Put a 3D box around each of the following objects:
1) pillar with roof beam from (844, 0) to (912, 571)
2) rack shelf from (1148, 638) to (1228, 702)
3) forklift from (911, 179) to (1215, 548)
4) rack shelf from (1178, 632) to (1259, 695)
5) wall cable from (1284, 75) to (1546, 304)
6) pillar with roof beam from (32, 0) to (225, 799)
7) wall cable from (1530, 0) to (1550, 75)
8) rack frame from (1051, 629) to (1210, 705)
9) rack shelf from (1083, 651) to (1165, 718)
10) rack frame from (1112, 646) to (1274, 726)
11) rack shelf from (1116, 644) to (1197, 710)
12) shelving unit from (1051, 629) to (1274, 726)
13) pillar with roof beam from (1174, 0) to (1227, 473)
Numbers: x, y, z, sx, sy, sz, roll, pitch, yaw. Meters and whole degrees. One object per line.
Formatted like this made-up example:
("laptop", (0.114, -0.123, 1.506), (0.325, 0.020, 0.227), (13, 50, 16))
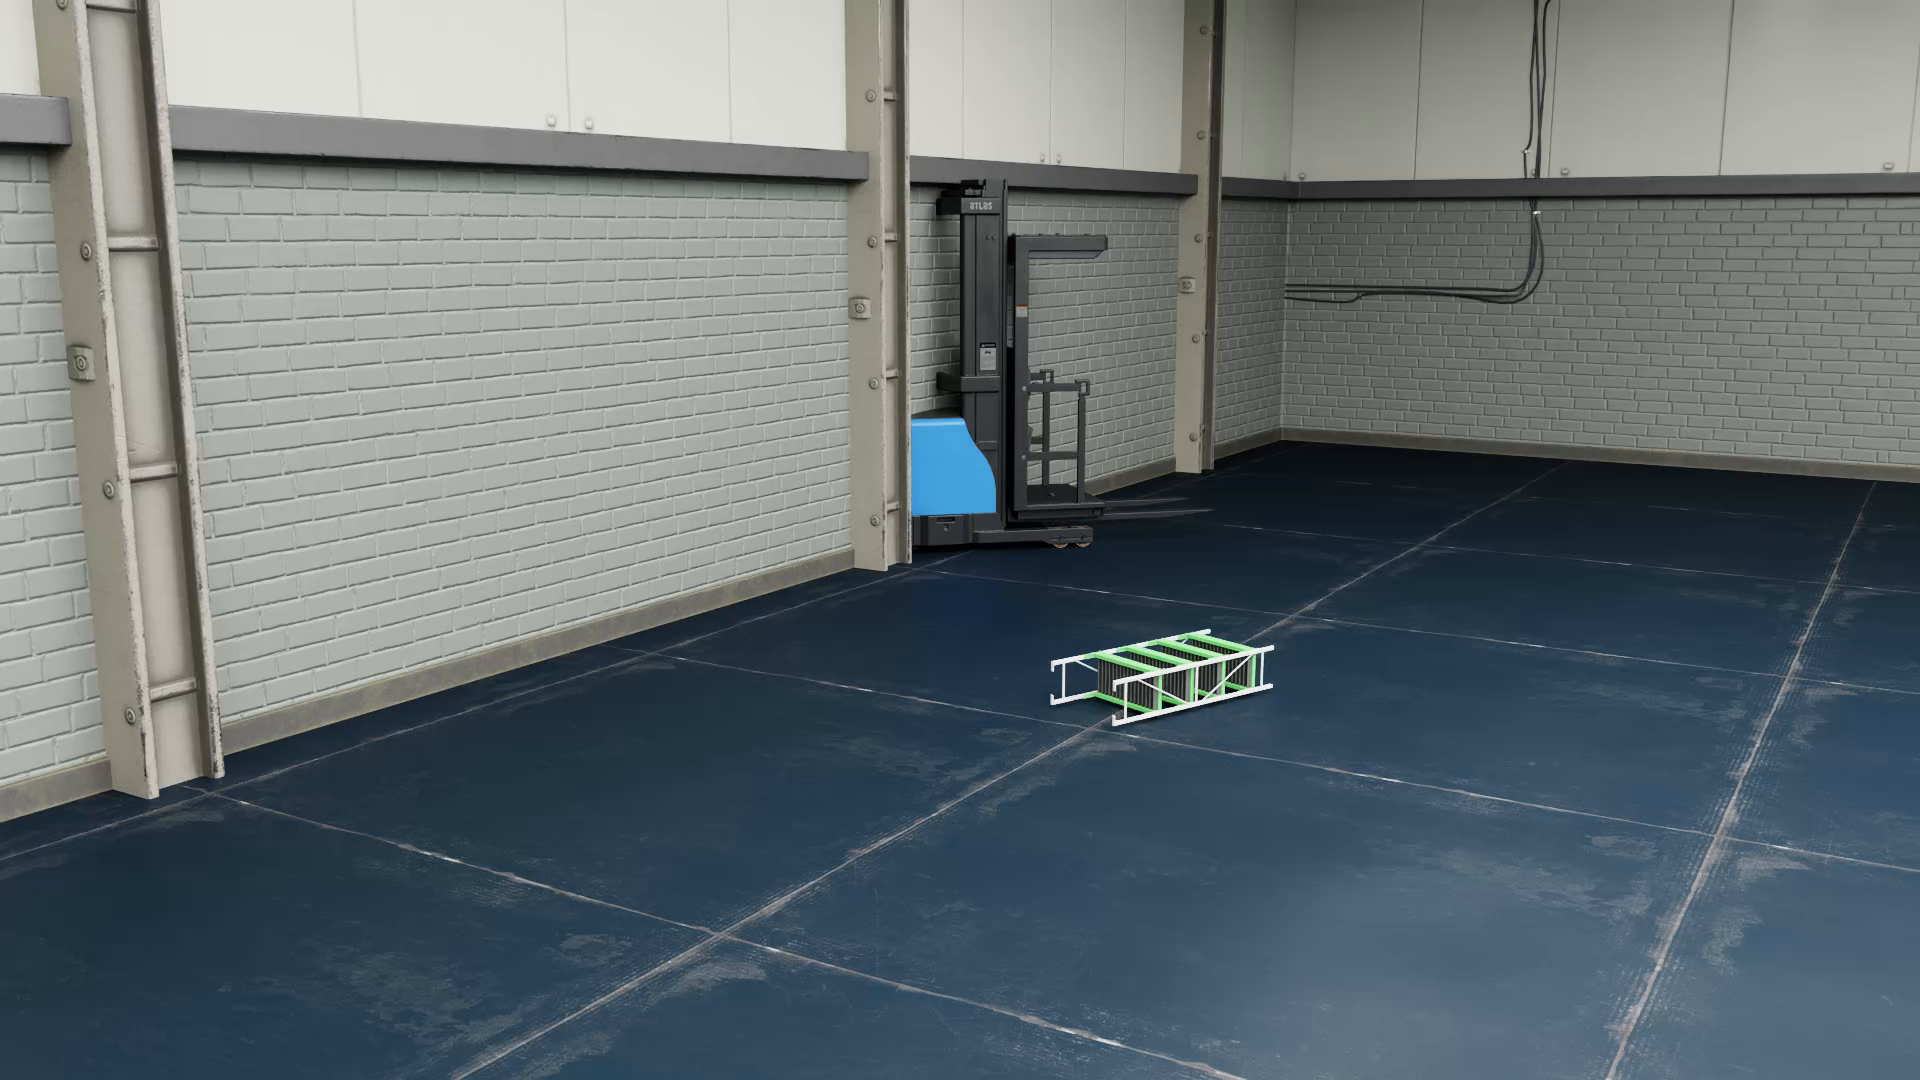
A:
("pillar with roof beam", (3.074, -3.821, 9.825), (9.100, 9.000, 0.400), (6, 12, 31))
("rack shelf", (1.259, 0.720, 9.224), (0.148, 0.258, 0.480), (-8, 13, -37))
("forklift", (0.606, -1.468, 13.745), (3.031, 2.935, 1.130), (-3, 11, -14))
("rack shelf", (1.449, 0.693, 9.368), (0.148, 0.258, 0.480), (-8, 13, -37))
("wall cable", (5.170, -3.987, 19.148), (3.097, 2.526, 0.112), (6, 12, 31))
("pillar with roof beam", (-0.041, -2.878, 4.784), (9.100, 9.000, 0.400), (6, 12, 31))
("wall cable", (7.482, -6.211, 17.303), (3.097, 2.526, 0.112), (6, 12, 31))
("rack frame", (0.970, 0.704, 9.309), (1.200, 0.240, 0.015), (-8, 13, -37))
("rack shelf", (0.878, 0.774, 8.937), (0.148, 0.258, 0.480), (-8, 13, -37))
("rack frame", (1.267, 0.775, 8.928), (1.200, 0.240, 0.015), (-8, 13, -37))
("rack shelf", (1.068, 0.747, 9.080), (0.148, 0.258, 0.480), (-8, 13, -37))
("shelving unit", (1.119, 0.740, 9.119), (1.200, 0.258, 0.503), (-8, 13, -37))
("pillar with roof beam", (6.189, -4.765, 14.865), (9.100, 9.000, 0.400), (6, 12, 31))
